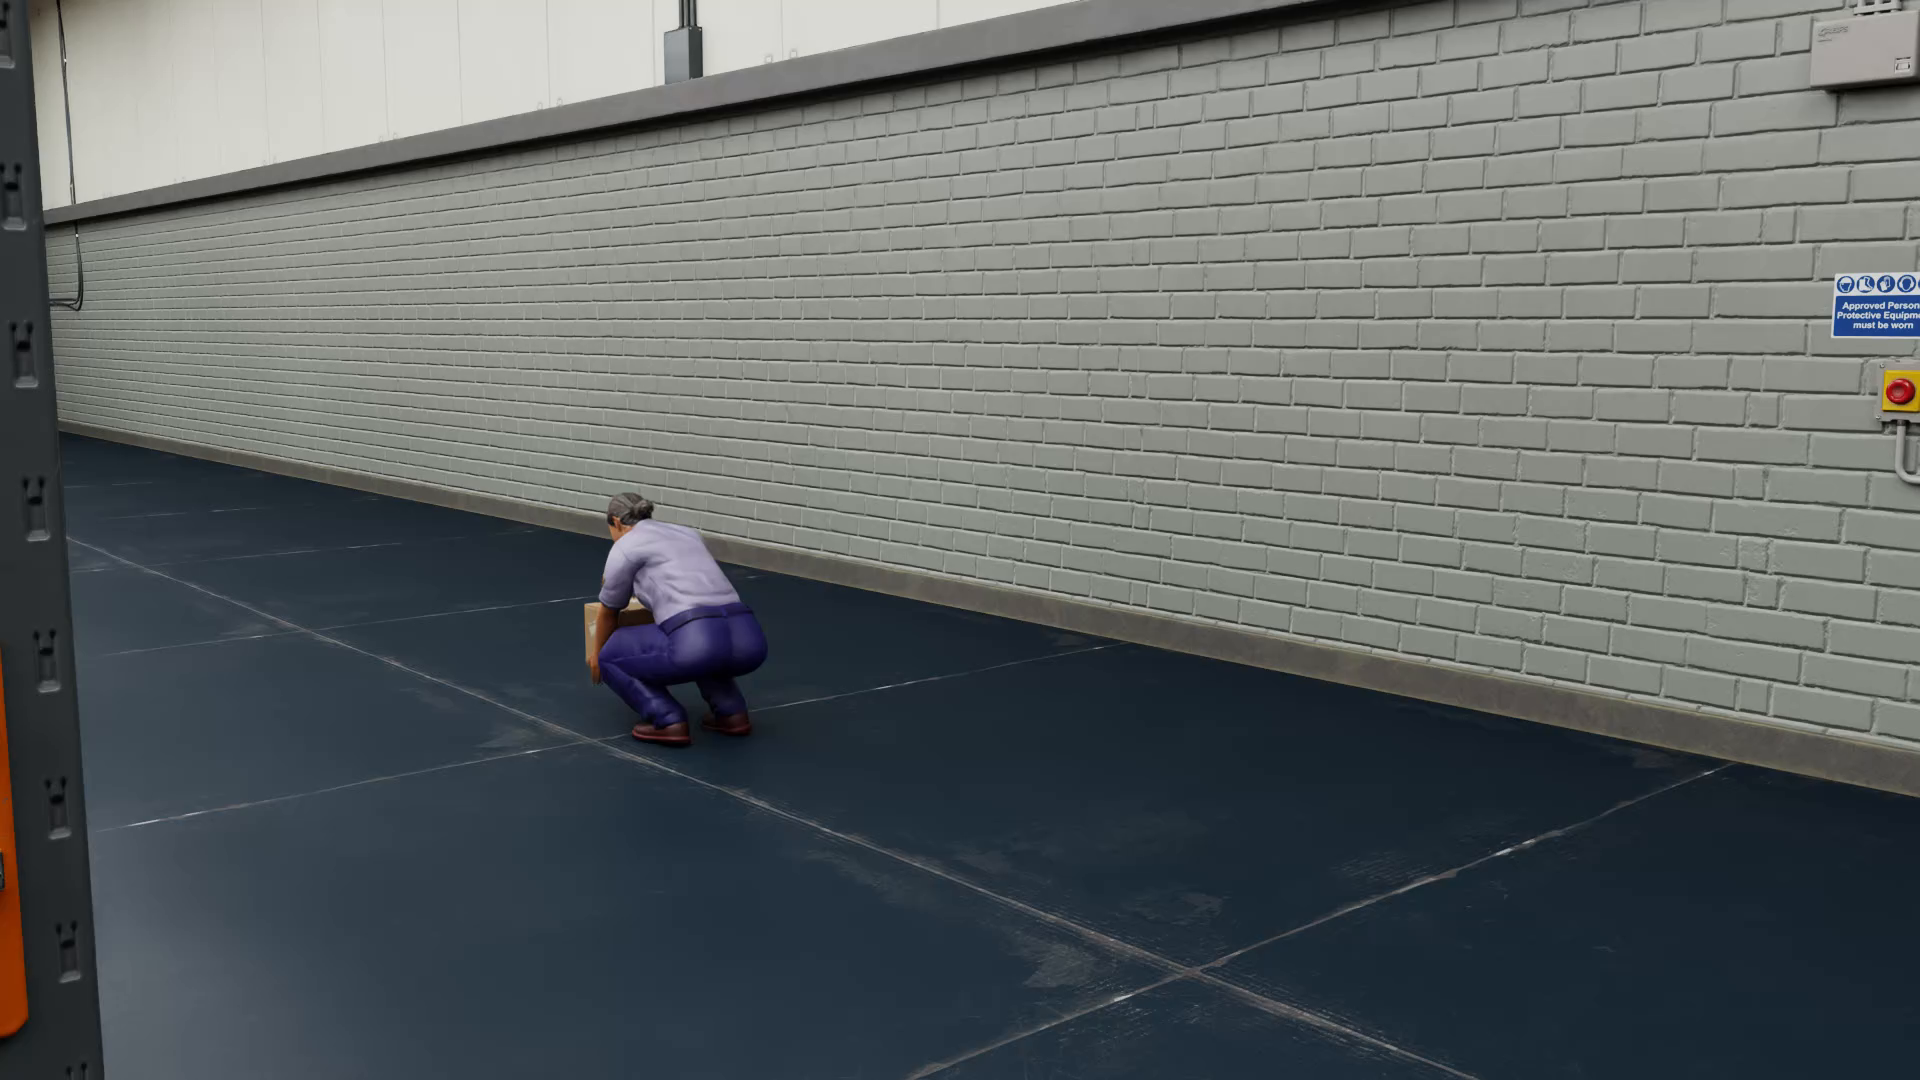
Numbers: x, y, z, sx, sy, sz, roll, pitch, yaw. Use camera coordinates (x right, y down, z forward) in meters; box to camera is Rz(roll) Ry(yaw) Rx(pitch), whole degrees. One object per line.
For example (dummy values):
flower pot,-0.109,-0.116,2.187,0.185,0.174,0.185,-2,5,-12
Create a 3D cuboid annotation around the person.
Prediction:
person,-1.127,0.289,6.463,0.525,0.931,0.833,-7,10,-41
